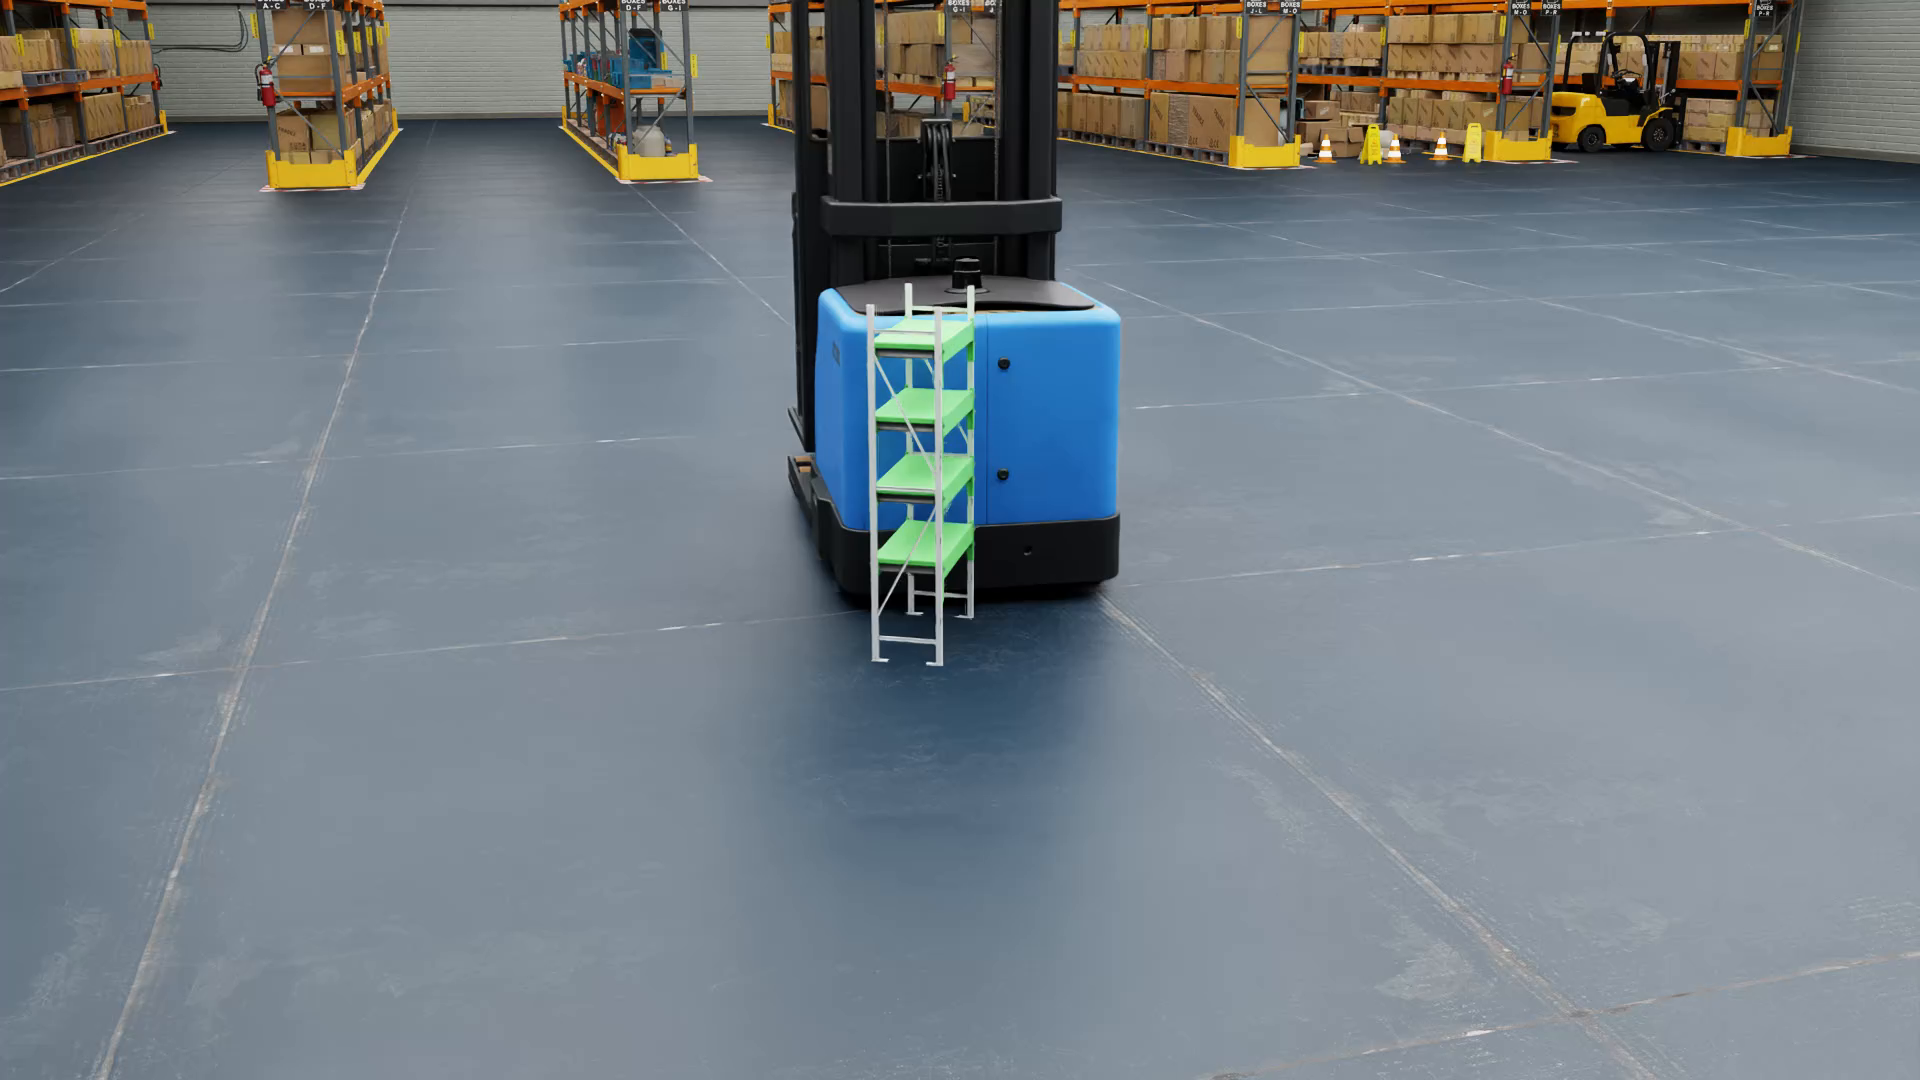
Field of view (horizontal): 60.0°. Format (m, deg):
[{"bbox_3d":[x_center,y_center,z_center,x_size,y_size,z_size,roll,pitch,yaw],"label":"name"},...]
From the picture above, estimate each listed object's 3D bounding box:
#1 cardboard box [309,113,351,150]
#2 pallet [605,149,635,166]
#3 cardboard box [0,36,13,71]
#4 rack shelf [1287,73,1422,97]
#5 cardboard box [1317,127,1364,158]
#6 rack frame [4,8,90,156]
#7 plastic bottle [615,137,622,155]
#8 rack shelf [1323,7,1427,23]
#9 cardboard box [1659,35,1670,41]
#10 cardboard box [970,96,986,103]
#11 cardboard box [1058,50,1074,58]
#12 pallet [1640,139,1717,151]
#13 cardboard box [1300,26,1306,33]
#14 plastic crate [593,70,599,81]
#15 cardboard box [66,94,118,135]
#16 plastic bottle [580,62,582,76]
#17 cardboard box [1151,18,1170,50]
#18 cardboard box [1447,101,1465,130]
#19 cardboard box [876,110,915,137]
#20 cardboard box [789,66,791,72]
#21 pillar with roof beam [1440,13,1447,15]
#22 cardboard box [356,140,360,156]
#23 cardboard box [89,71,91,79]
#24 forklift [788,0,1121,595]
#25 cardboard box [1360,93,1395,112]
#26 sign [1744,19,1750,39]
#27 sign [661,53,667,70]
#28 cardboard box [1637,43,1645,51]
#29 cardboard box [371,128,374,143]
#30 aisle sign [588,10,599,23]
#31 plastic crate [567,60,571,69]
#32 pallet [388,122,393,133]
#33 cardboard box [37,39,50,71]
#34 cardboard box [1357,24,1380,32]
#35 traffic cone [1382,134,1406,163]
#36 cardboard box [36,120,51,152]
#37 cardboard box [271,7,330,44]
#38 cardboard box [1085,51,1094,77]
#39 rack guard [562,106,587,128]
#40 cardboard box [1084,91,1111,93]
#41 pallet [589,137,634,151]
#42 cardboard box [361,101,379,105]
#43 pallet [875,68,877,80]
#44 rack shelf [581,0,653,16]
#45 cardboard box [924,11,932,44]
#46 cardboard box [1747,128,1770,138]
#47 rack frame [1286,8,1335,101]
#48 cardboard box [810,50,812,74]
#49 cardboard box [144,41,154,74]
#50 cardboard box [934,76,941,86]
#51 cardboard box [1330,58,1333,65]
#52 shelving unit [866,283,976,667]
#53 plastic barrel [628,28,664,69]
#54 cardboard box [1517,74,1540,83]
[{"bbox_3d":[-9.344,-6.068,24.684,0.500,0.500,0.500,-5,17,-15],"label":"cardboard box"},{"bbox_3d":[-5.463,-6.493,28.200,1.003,0.211,1.213,-5,17,-15],"label":"pallet"},{"bbox_3d":[-14.563,-7.287,24.920,0.500,0.500,0.500,-5,17,-16],"label":"cardboard box"},{"bbox_3d":[8.134,-9.401,34.285,1.077,0.370,4.000,-5,17,-15],"label":"rack shelf"},{"bbox_3d":[6.866,-7.176,29.967,0.637,0.503,0.797,11,20,32],"label":"cardboard box"},{"bbox_3d":[-16.232,-8.341,29.504,1.000,3.000,0.127,-5,17,-15],"label":"rack frame"},{"bbox_3d":[-5.515,-6.401,27.016,0.152,0.276,0.135,-5,17,-17],"label":"plastic bottle"},{"bbox_3d":[10.707,-13.444,42.531,1.077,0.370,4.000,-5,17,-15],"label":"rack shelf"},{"bbox_3d":[13.688,-9.625,31.963,0.380,0.149,0.250,-5,17,-15],"label":"cardboard box"},{"bbox_3d":[0.471,-11.041,41.687,0.380,0.149,0.250,-6,18,-18],"label":"cardboard box"},{"bbox_3d":[2.279,-10.203,34.896,0.380,0.149,0.250,-4,17,-14],"label":"cardboard box"},{"bbox_3d":[13.972,-7.689,32.182,1.003,0.211,1.213,-5,17,-15],"label":"pallet"},{"bbox_3d":[7.191,-10.948,36.273,0.500,0.500,0.500,-5,17,-17],"label":"cardboard box"},{"bbox_3d":[-6.357,-8.375,29.988,0.450,0.188,0.662,-5,17,-15],"label":"plastic crate"},{"bbox_3d":[-16.781,-8.203,32.054,0.750,0.750,0.750,-4,17,-14],"label":"cardboard box"},{"bbox_3d":[-7.790,-9.757,34.434,0.152,0.276,0.135,-5,17,-15],"label":"plastic bottle"},{"bbox_3d":[4.020,-9.257,30.419,0.875,0.550,0.550,-5,17,-15],"label":"cardboard box"},{"bbox_3d":[9.165,-7.674,30.033,0.500,0.500,0.500,-4,17,-13],"label":"cardboard box"},{"bbox_3d":[-1.260,-7.882,31.559,0.700,0.500,0.500,-6,18,-20],"label":"cardboard box"},{"bbox_3d":[-3.725,-10.845,38.277,0.380,0.149,0.250,-4,17,-14],"label":"cardboard box"},{"bbox_3d":[7.793,-14.595,39.899,9.100,9.000,0.400,-5,17,-15],"label":"pillar with roof beam"},{"bbox_3d":[-9.905,-6.261,26.631,0.500,0.250,0.500,-5,17,-15],"label":"cardboard box"},{"bbox_3d":[-16.480,-8.693,31.079,0.380,0.149,0.250,-4,17,-14],"label":"cardboard box"},{"bbox_3d":[-0.187,-1.585,7.135,1.130,2.935,3.031,-3,17,-10],"label":"forklift"},{"bbox_3d":[10.717,-11.206,42.658,0.700,0.500,0.500,-5,18,-17],"label":"cardboard box"},{"bbox_3d":[14.029,-9.108,29.636,0.100,0.325,0.005,-5,17,-15],"label":"sign"},{"bbox_3d":[-5.075,-8.190,28.523,0.100,0.325,0.005,-5,17,-15],"label":"sign"},{"bbox_3d":[13.457,-9.620,32.462,0.380,0.149,0.250,-4,17,-14],"label":"cardboard box"},{"bbox_3d":[-10.946,-7.349,30.253,0.500,0.250,0.500,-5,17,-16],"label":"cardboard box"},{"bbox_3d":[-8.643,-12.625,39.248,0.394,0.787,0.004,-5,17,-15],"label":"aisle sign"},{"bbox_3d":[-8.792,-10.827,37.968,0.416,0.233,0.300,-5,17,-15],"label":"plastic crate"},{"bbox_3d":[-13.428,-9.369,37.776,1.003,0.211,1.213,-5,17,-15],"label":"pallet"},{"bbox_3d":[-15.729,-8.127,27.855,0.700,0.500,0.500,-5,17,-15],"label":"cardboard box"},{"bbox_3d":[8.138,-10.194,33.126,0.380,0.149,0.250,-5,17,-17],"label":"cardboard box"},{"bbox_3d":[7.450,-6.706,28.473,0.336,0.463,0.334,-5,17,-15],"label":"traffic cone"},{"bbox_3d":[-15.643,-6.733,27.734,0.700,0.500,0.500,-4,17,-15],"label":"cardboard box"},{"bbox_3d":[-9.402,-7.334,23.726,0.700,0.500,0.500,-5,17,-15],"label":"cardboard box"},{"bbox_3d":[2.859,-9.641,33.661,0.500,0.500,0.500,-5,17,-16],"label":"cardboard box"},{"bbox_3d":[-8.924,-10.145,39.857,1.175,0.500,0.348,-5,17,-15],"label":"rack guard"},{"bbox_3d":[2.896,-9.453,35.518,0.500,0.250,0.500,-6,18,-18],"label":"cardboard box"},{"bbox_3d":[-6.531,-7.571,31.789,1.003,0.211,1.213,-5,17,-15],"label":"pallet"},{"bbox_3d":[-13.091,-9.374,36.519,0.797,0.503,0.637,-5,17,-15],"label":"cardboard box"},{"bbox_3d":[-1.361,-8.879,31.631,1.003,0.211,1.213,-5,17,-15],"label":"pallet"},{"bbox_3d":[-6.157,-9.663,29.942,1.077,0.370,4.000,-5,17,-15],"label":"rack shelf"},{"bbox_3d":[-0.277,-8.242,26.748,0.500,0.500,0.500,-5,17,-15],"label":"cardboard box"},{"bbox_3d":[14.607,-7.515,30.806,0.500,0.250,0.500,-5,17,-15],"label":"cardboard box"},{"bbox_3d":[7.584,-10.299,36.024,1.000,3.000,0.127,-5,17,-15],"label":"rack frame"},{"bbox_3d":[-3.018,-10.384,36.132,0.500,0.500,0.500,-5,17,-15],"label":"cardboard box"},{"bbox_3d":[-18.281,-10.557,36.361,0.980,0.700,0.700,-4,17,-13],"label":"cardboard box"},{"bbox_3d":[-0.209,-7.379,26.740,0.380,0.149,0.250,-5,17,-15],"label":"cardboard box"},{"bbox_3d":[7.883,-9.902,34.408,0.380,0.149,0.250,-4,17,-13],"label":"cardboard box"},{"bbox_3d":[-0.123,-0.229,5.630,0.258,1.200,0.503,4,17,12],"label":"shelving unit"},{"bbox_3d":[-5.422,-8.388,28.792,0.600,0.901,0.708,-5,17,-15],"label":"plastic barrel"},{"bbox_3d":[9.888,-8.076,29.060,0.380,0.149,0.250,-5,17,-15],"label":"cardboard box"}]
